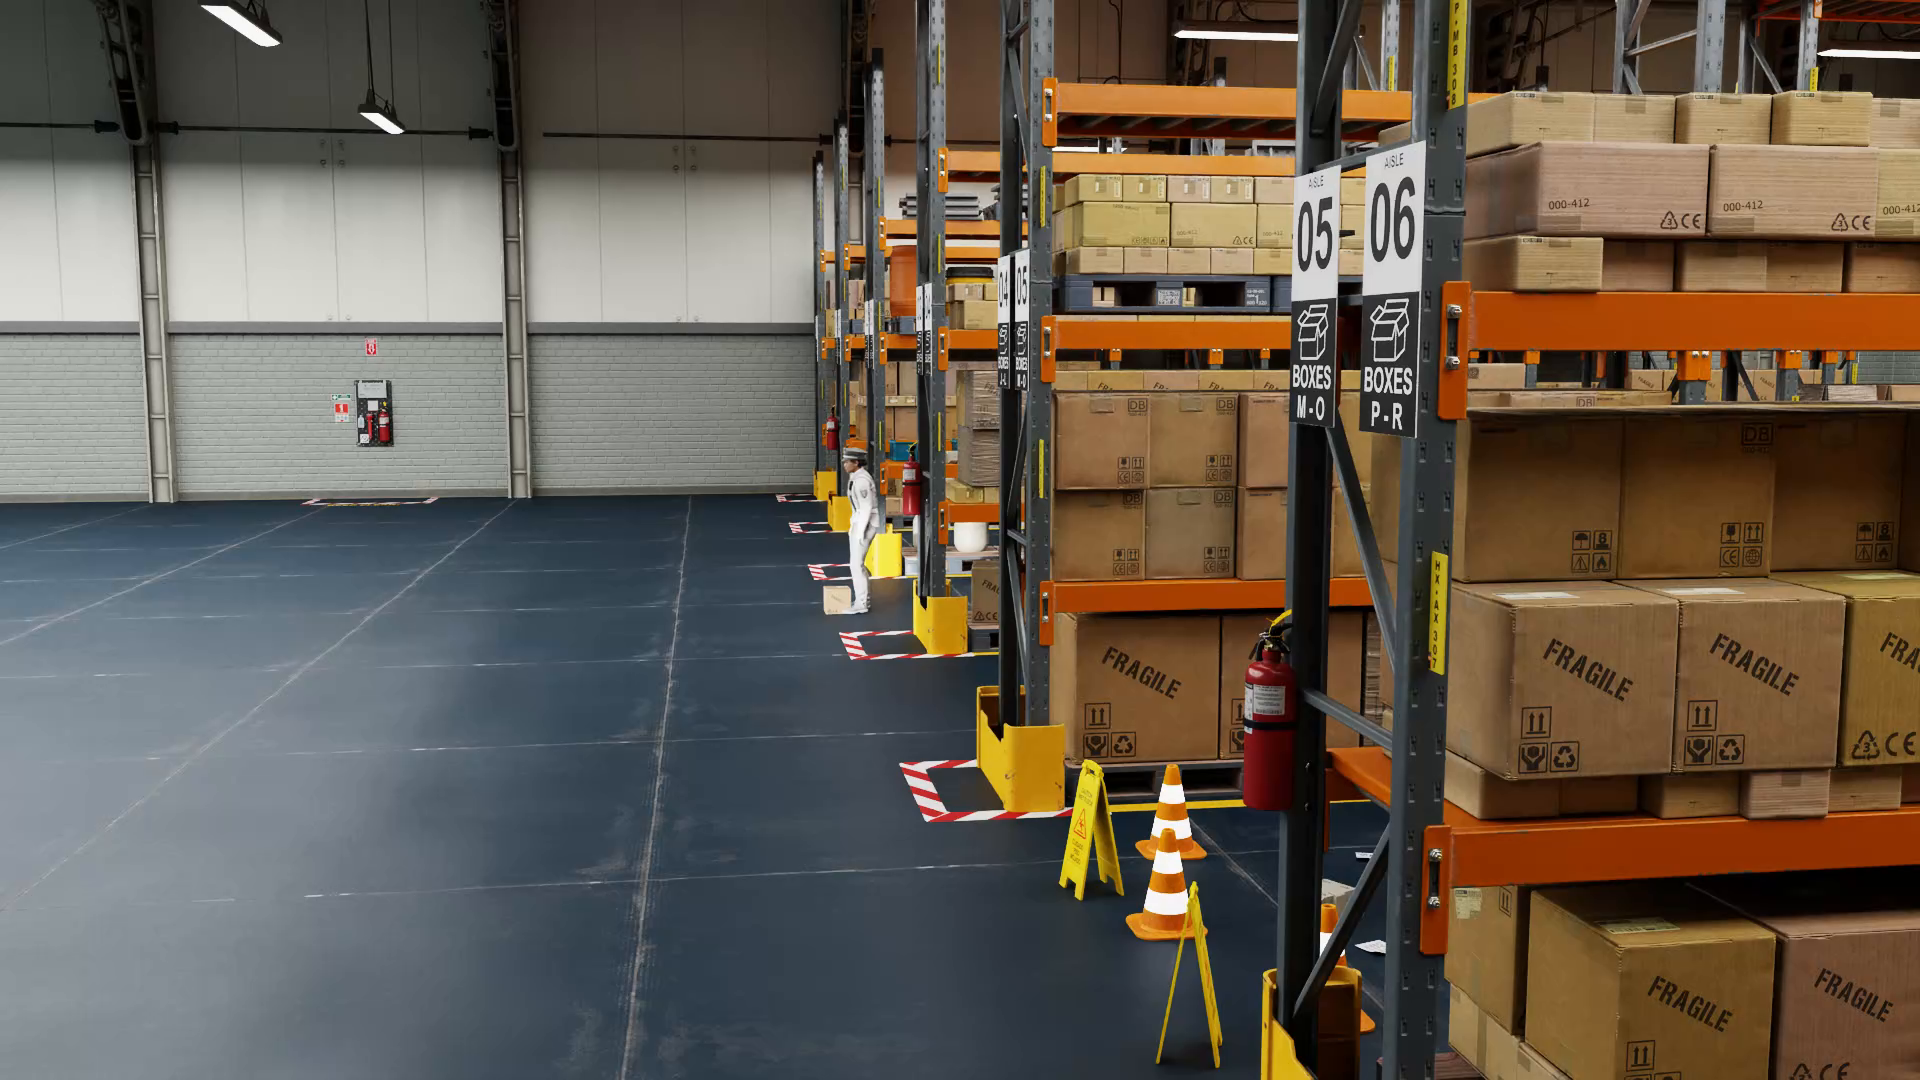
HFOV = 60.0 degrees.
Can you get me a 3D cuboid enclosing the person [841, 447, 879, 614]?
[{"bbox_3d":[-1.017,-0.102,16.702,0.405,1.663,0.539,-1,7,-10],"label":"person"}]
